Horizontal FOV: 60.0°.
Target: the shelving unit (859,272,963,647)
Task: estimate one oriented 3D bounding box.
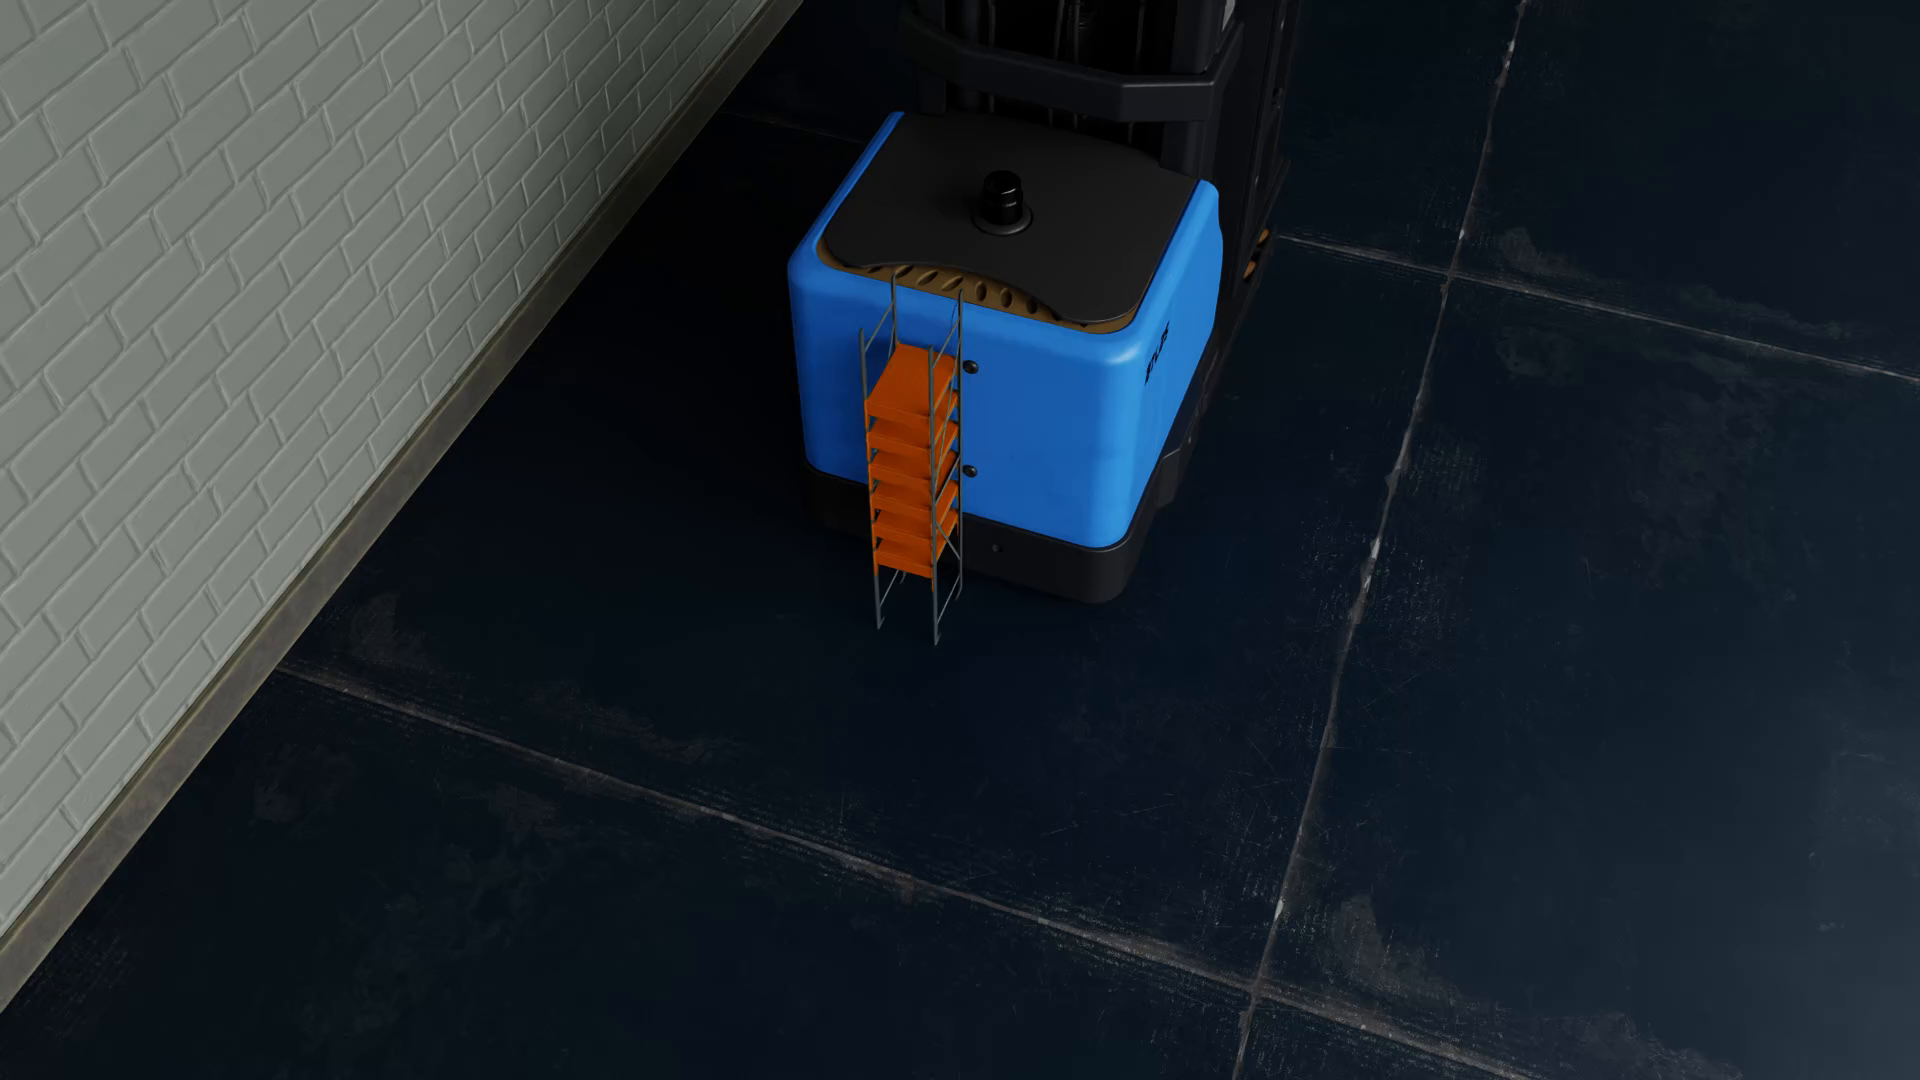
[{"bbox_3d":[-0.122,-0.183,4.614,0.189,1.200,0.258,15,51,13],"label":"shelving unit"}]

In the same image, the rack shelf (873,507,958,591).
[{"bbox_3d":[-0.122,0.003,4.829,0.180,0.103,0.258,15,51,13],"label":"rack shelf"}]

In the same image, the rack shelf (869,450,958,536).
[{"bbox_3d":[-0.122,-0.154,4.648,0.180,0.103,0.258,15,51,13],"label":"rack shelf"}]

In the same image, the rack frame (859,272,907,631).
[{"bbox_3d":[-0.208,-0.206,4.635,0.006,1.200,0.240,15,51,13],"label":"rack frame"}]

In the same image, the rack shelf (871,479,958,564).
[{"bbox_3d":[-0.122,-0.075,4.739,0.180,0.103,0.258,15,51,13],"label":"rack shelf"}]

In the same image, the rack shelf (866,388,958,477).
[{"bbox_3d":[-0.122,-0.311,4.467,0.180,0.103,0.258,15,51,13],"label":"rack shelf"}]

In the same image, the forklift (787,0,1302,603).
[{"bbox_3d":[0.513,-1.908,4.964,1.130,2.935,3.031,16,51,14],"label":"forklift"}]

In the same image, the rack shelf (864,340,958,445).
[{"bbox_3d":[-0.122,-0.390,4.376,0.180,0.103,0.258,15,51,13],"label":"rack shelf"}]

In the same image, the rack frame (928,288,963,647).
[{"bbox_3d":[-0.036,-0.160,4.594,0.006,1.200,0.240,15,51,13],"label":"rack frame"}]

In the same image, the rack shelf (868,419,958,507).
[{"bbox_3d":[-0.122,-0.232,4.557,0.180,0.103,0.258,15,51,13],"label":"rack shelf"}]
